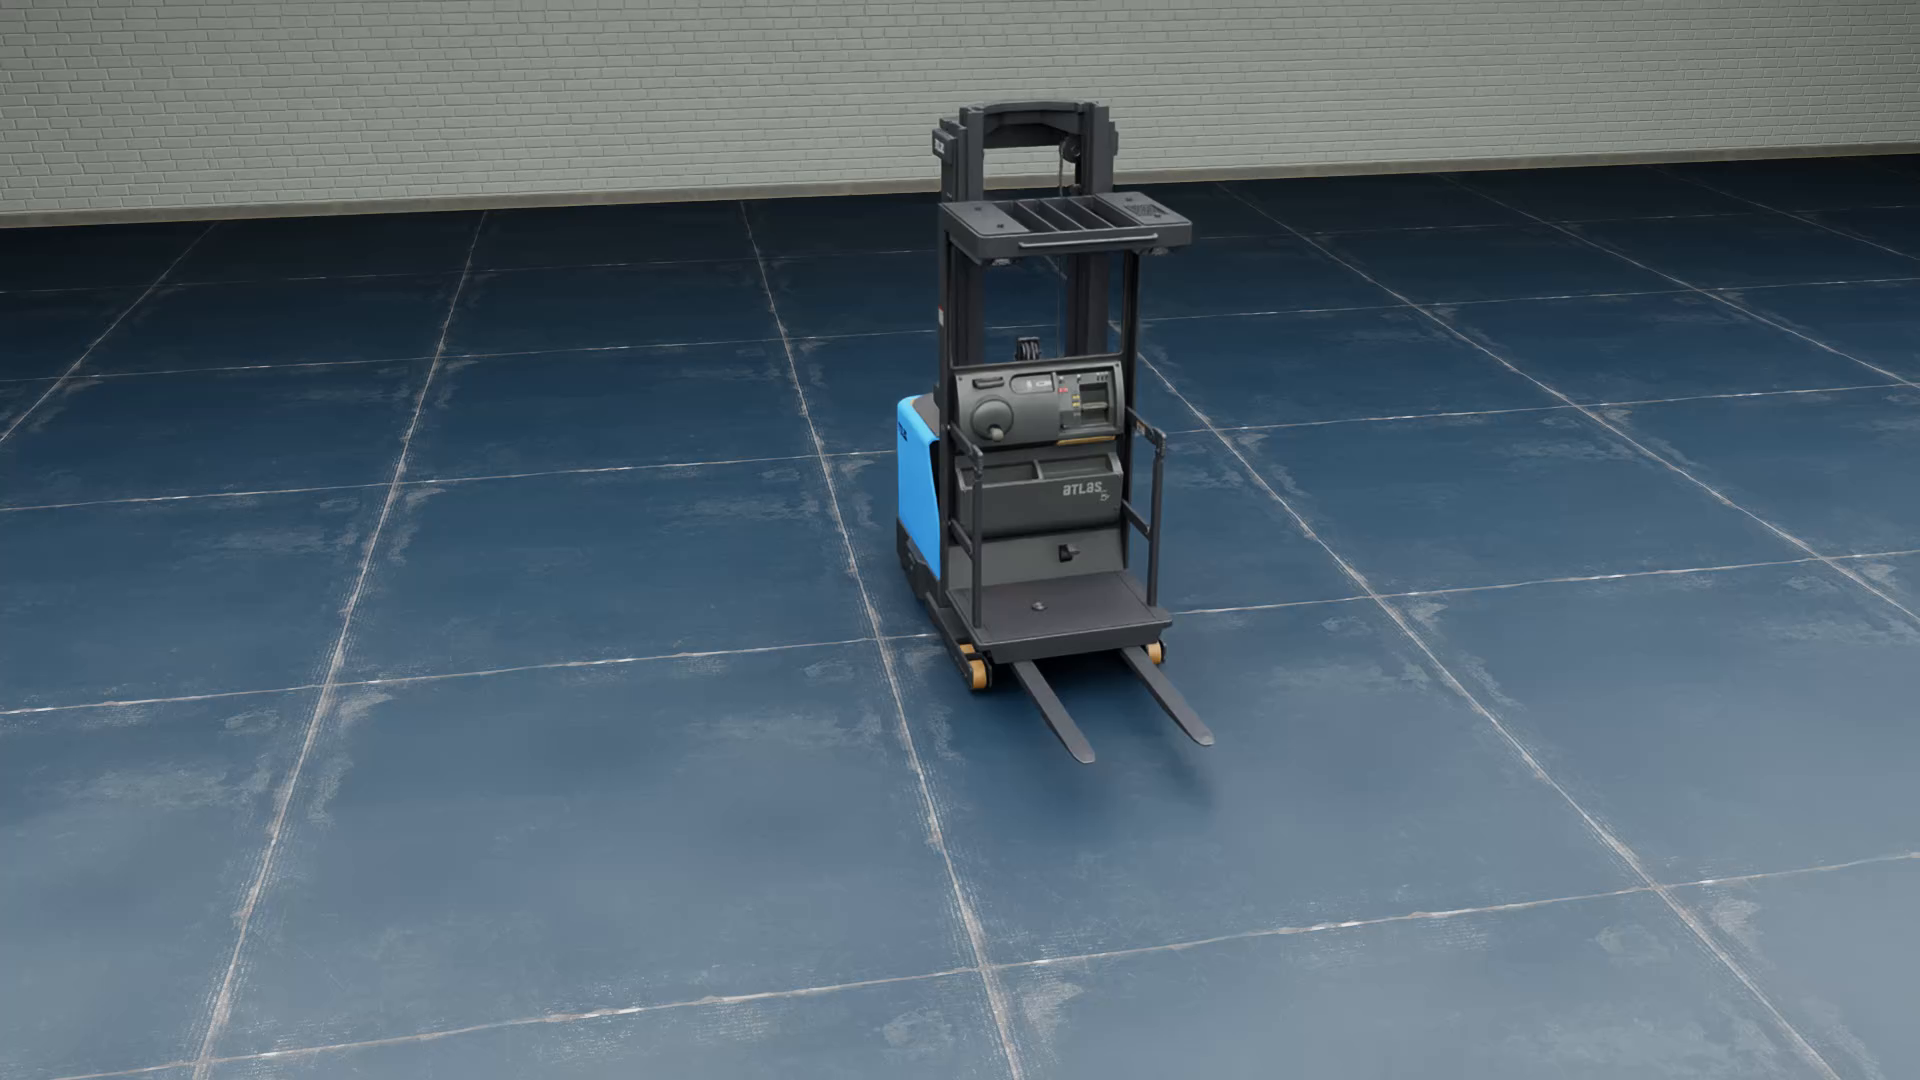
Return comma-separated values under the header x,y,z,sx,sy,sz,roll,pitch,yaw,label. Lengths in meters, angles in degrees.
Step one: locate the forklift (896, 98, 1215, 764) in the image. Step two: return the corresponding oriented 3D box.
x,y,z,sx,sy,sz,roll,pitch,yaw,label
0.492,-0.710,8.714,1.130,2.935,3.031,-6,24,-14,forklift
